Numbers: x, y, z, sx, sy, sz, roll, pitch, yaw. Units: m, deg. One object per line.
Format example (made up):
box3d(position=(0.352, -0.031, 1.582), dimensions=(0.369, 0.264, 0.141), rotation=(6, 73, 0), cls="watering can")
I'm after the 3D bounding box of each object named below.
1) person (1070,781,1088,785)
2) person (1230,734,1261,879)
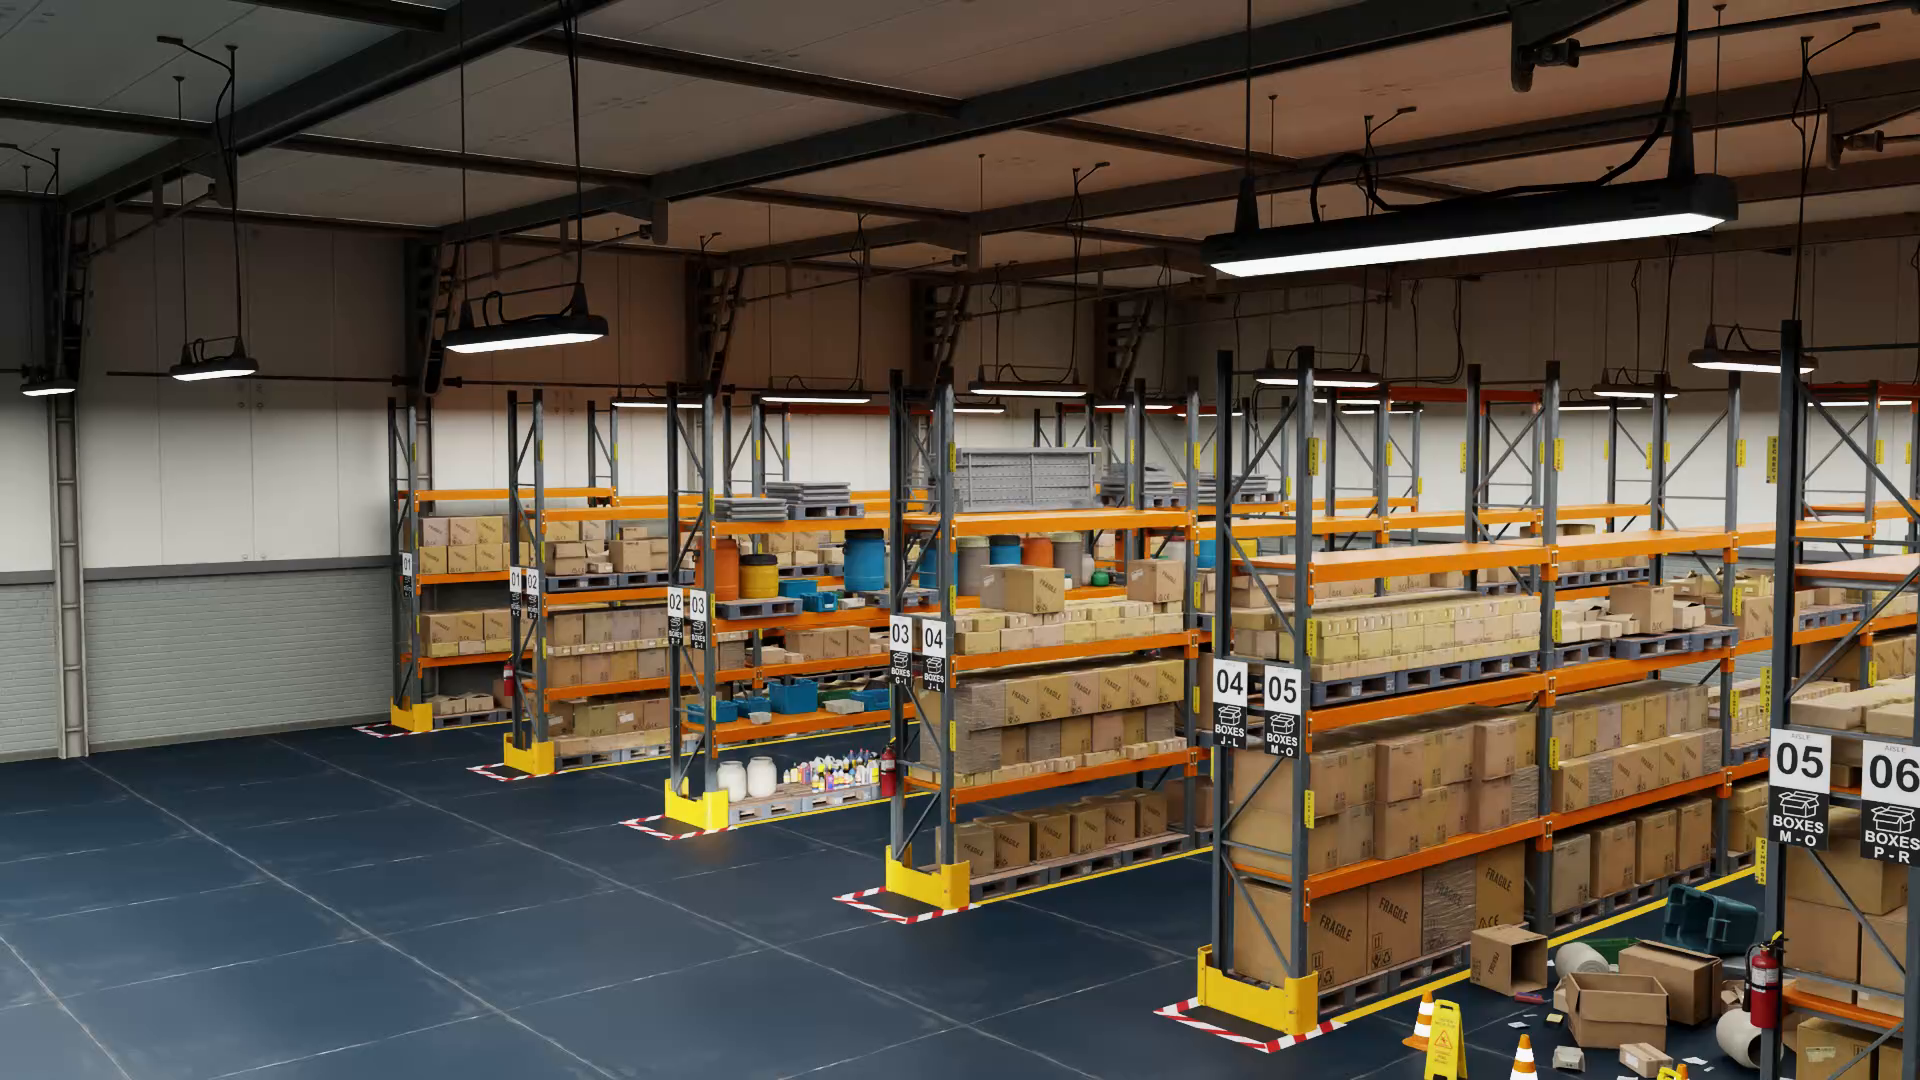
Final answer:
box3d(position=(1.747, 2.800, 25.247), dimensions=(0.488, 1.784, 0.605), rotation=(2, 4, 27), cls="person")
box3d(position=(3.420, 3.156, 19.779), dimensions=(0.391, 1.697, 0.515), rotation=(1, 4, 22), cls="person")
